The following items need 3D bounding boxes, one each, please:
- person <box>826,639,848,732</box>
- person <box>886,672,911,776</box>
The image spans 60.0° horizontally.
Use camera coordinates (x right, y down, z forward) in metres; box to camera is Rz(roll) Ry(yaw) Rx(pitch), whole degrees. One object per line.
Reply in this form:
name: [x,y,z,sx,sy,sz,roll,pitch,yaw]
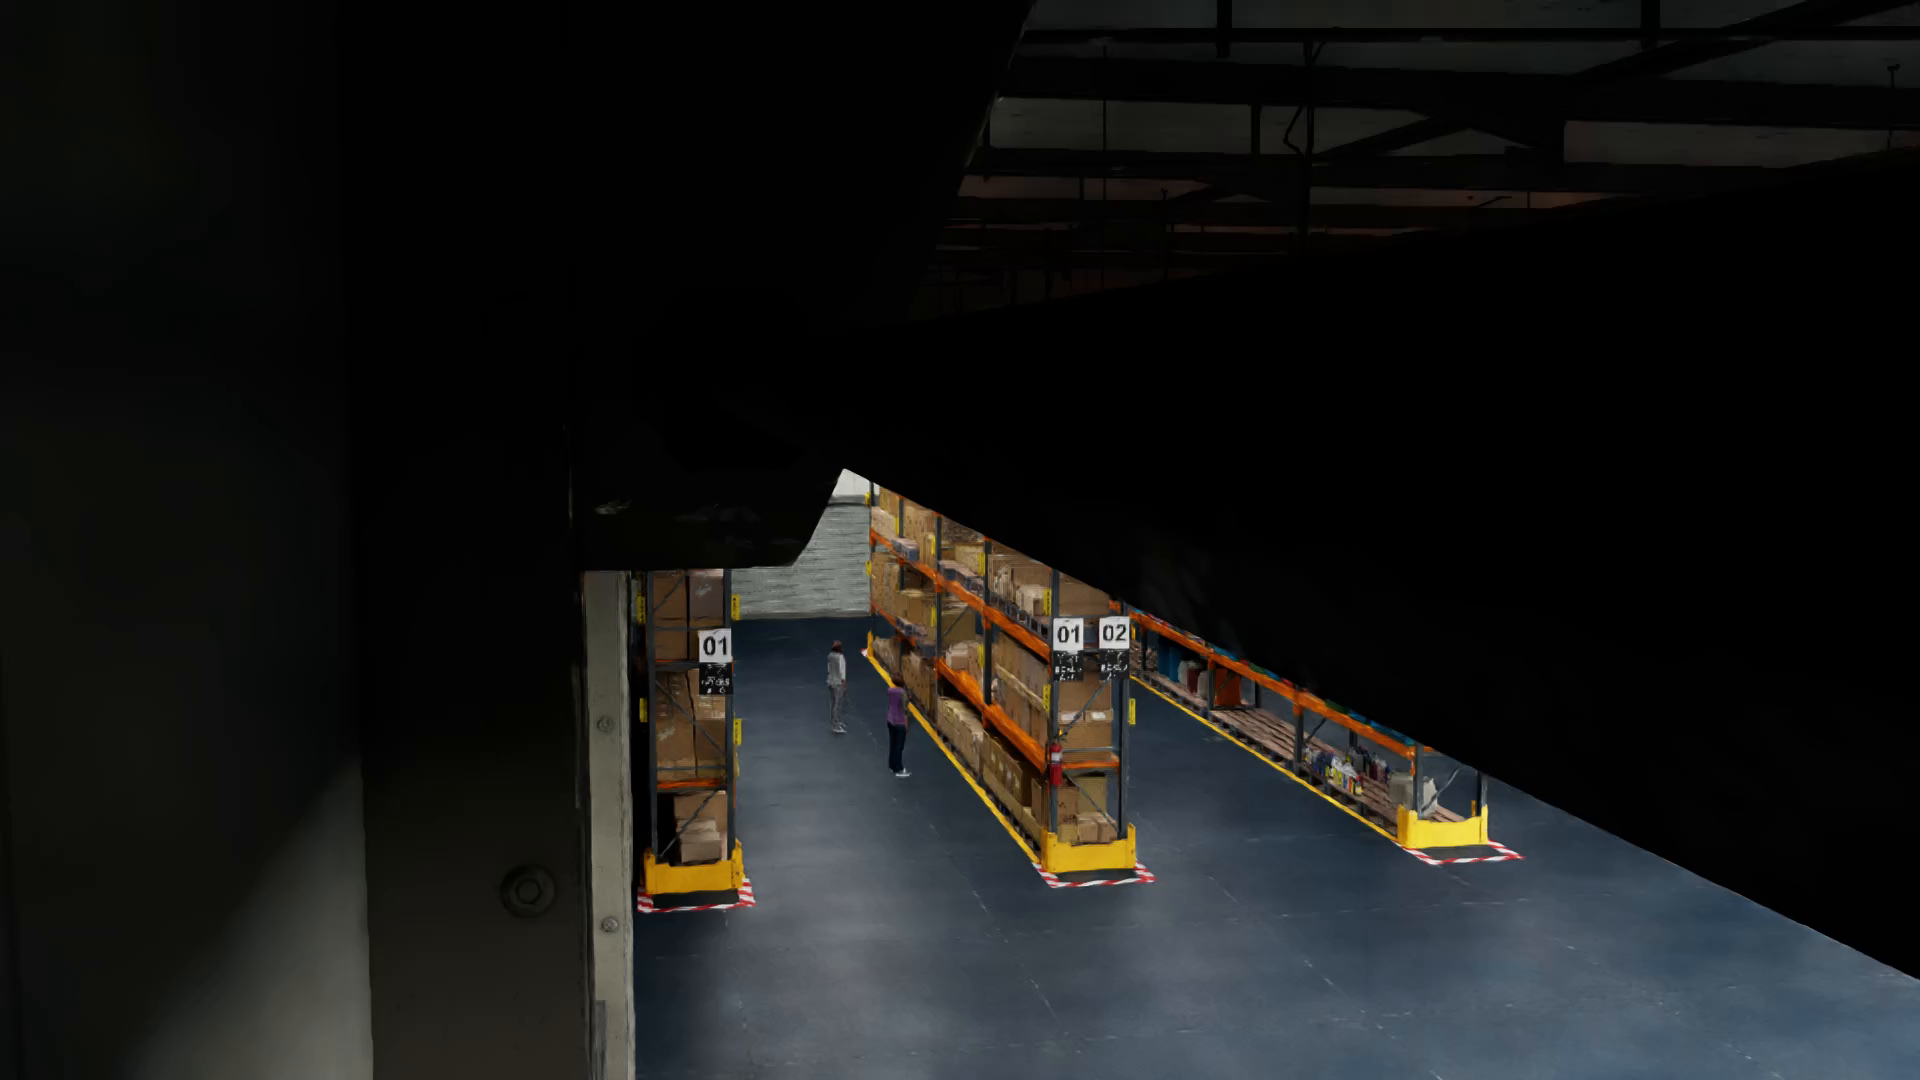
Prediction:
person: [-2.117,2.514,28.861,0.406,1.600,0.468,-5,8,-40]
person: [-0.941,2.839,25.747,0.399,1.601,0.469,-6,8,-43]
